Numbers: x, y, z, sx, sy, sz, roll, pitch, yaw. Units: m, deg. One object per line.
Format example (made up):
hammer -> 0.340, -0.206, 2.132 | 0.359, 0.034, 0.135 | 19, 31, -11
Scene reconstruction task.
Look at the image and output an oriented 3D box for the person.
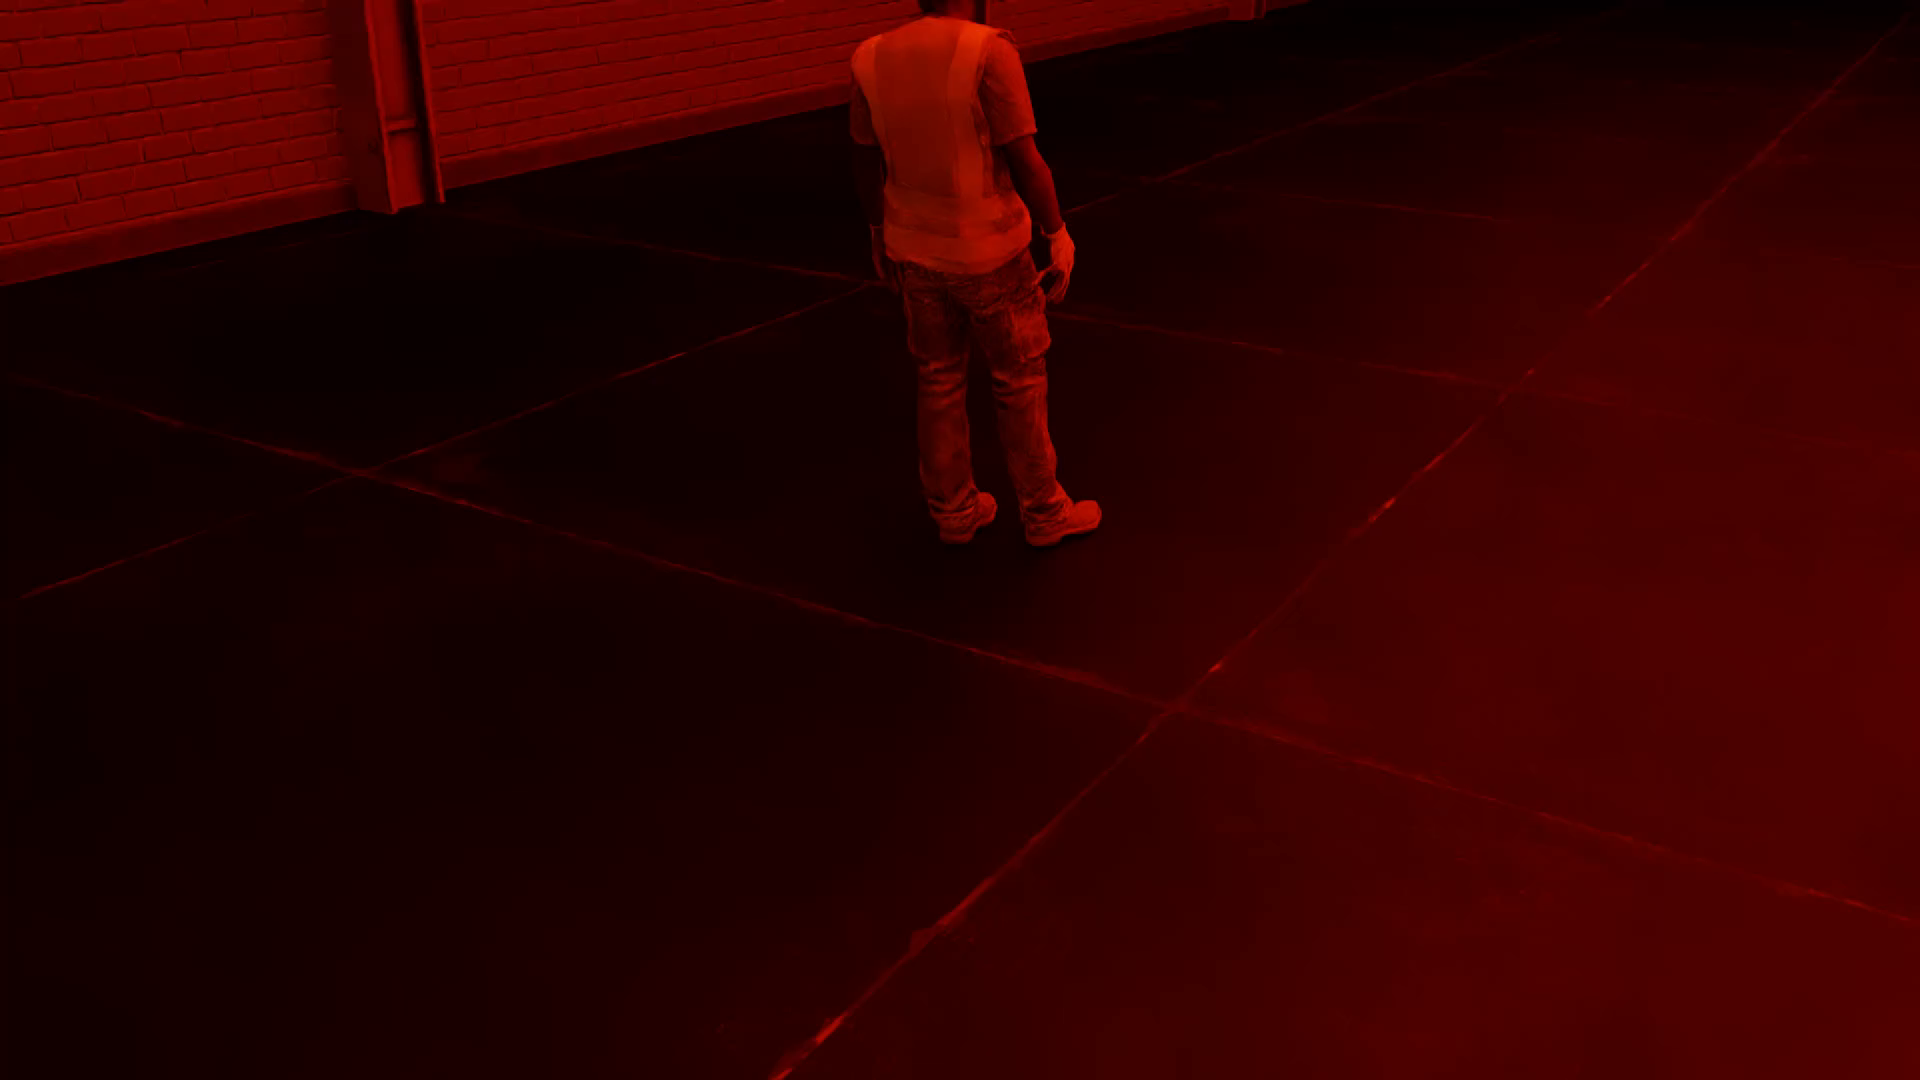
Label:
person -> 0.045, -0.848, 4.738 | 0.655, 1.782, 0.576 | 14, 27, 30
